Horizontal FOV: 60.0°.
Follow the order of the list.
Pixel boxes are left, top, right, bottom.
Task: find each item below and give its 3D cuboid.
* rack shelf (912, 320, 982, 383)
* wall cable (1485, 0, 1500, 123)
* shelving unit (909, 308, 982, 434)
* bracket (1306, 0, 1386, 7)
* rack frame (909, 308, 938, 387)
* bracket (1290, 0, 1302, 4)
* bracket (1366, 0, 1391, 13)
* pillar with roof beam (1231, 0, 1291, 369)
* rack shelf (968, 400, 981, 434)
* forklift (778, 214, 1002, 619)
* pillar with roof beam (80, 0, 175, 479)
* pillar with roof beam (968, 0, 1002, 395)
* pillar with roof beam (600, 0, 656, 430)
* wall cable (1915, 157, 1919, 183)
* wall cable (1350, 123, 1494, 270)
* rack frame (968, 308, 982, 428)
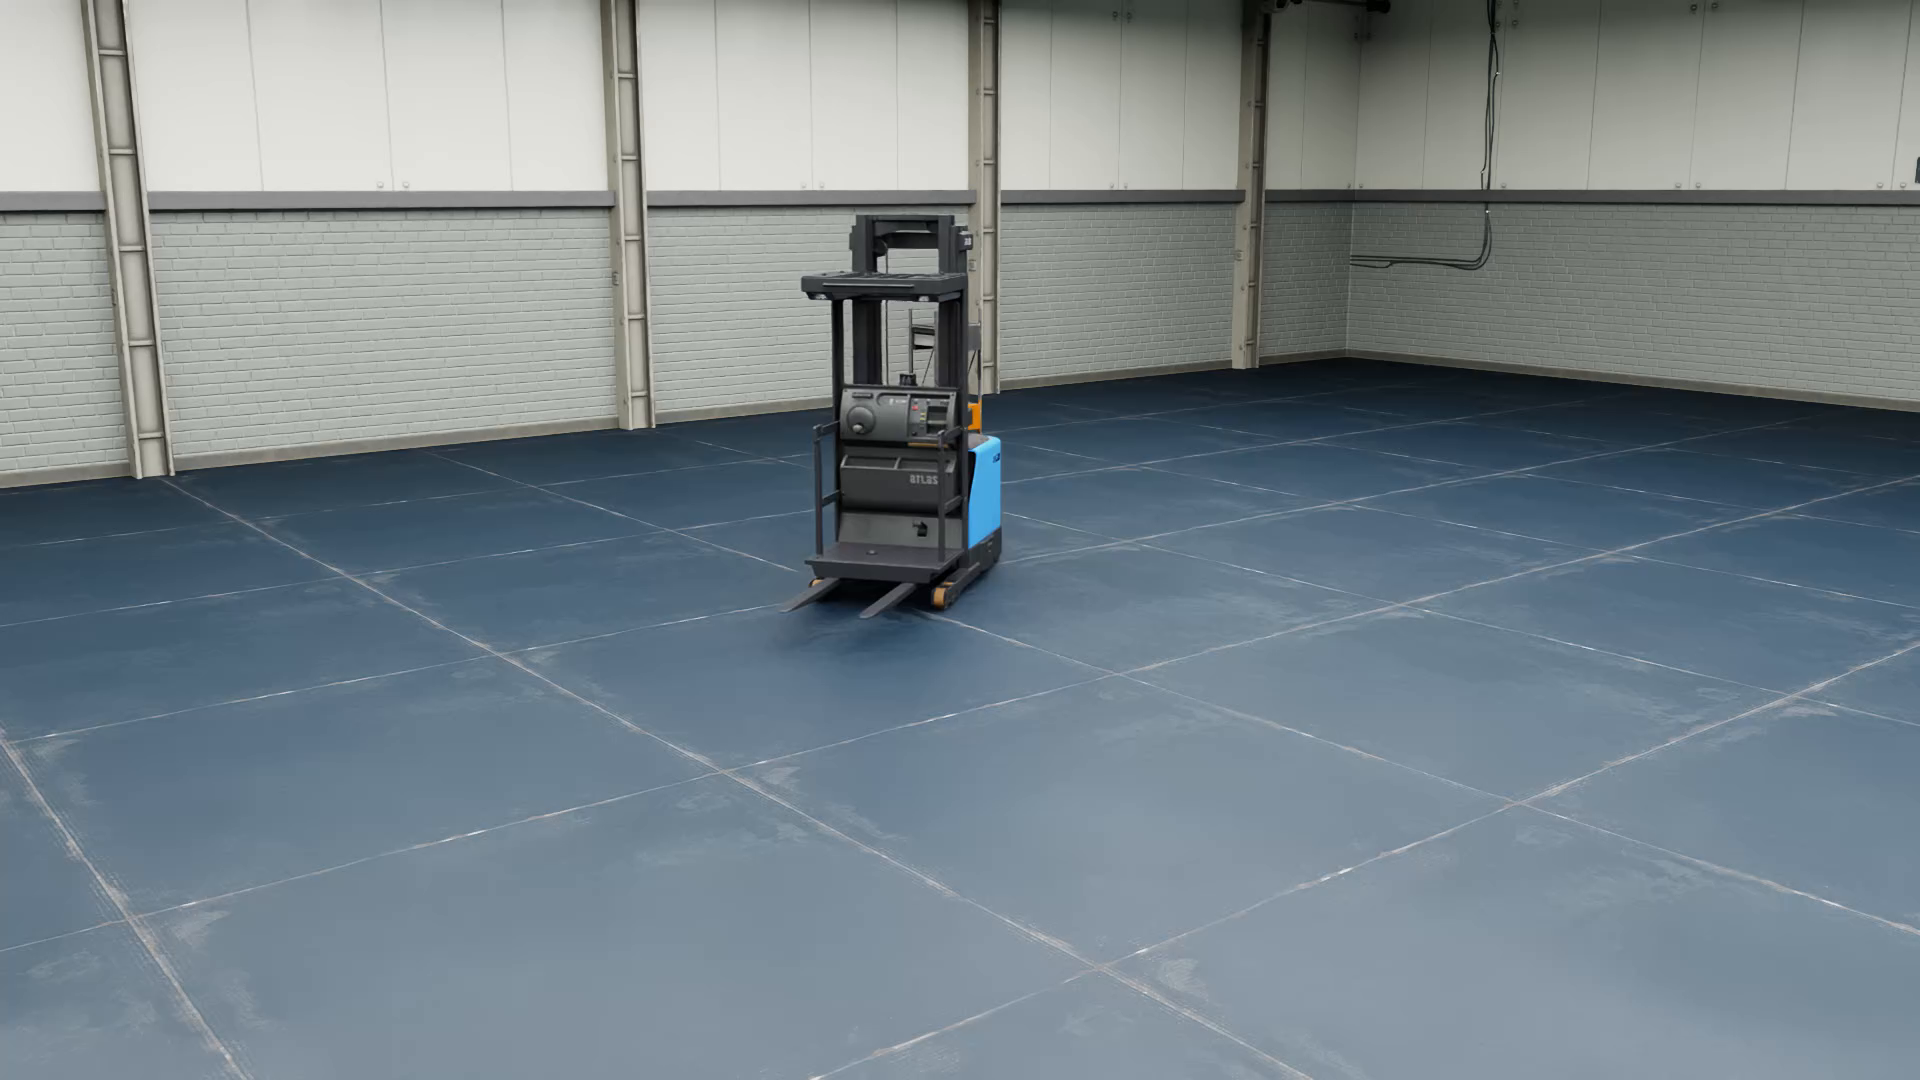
[{"bbox_3d":[-0.129,-1.677,14.667,0.480,0.518,0.431,-9,15,-38],"label":"rack shelf"},{"bbox_3d":[9.873,-8.141,27.122,0.112,2.526,3.097,-9,15,-38],"label":"wall cable"},{"bbox_3d":[-0.129,-1.006,14.810,0.503,2.100,0.431,-9,15,-38],"label":"shelving unit"},{"bbox_3d":[6.992,-9.449,29.296,3.189,0.066,0.076,-9,15,-38],"label":"bracket"},{"bbox_3d":[-0.320,-0.974,14.660,0.015,2.100,0.400,-9,15,-38],"label":"rack frame"},{"bbox_3d":[5.603,-9.218,28.209,0.430,0.232,0.235,-9,15,-38],"label":"bracket"},{"bbox_3d":[7.453,-9.525,29.657,0.430,0.232,0.235,-9,15,-38],"label":"bracket"},{"bbox_3d":[7.746,-6.763,25.312,0.548,9.000,9.100,-9,15,-38],"label":"pillar with roof beam"},{"bbox_3d":[-0.129,-0.992,14.812,0.480,0.518,0.431,-9,15,-38],"label":"rack shelf"},{"bbox_3d":[-0.540,-0.998,12.774,1.130,2.935,3.031,3,12,16],"label":"forklift"},{"bbox_3d":[-6.309,-4.427,14.312,0.400,9.000,9.100,-9,15,-38],"label":"pillar with roof beam"},{"bbox_3d":[3.061,-5.984,21.645,0.400,9.000,9.100,-9,15,-38],"label":"pillar with roof beam"},{"bbox_3d":[-1.624,-5.206,17.979,0.400,9.000,9.100,-9,15,-38],"label":"pillar with roof beam"},{"bbox_3d":[14.102,-7.750,21.776,0.169,6.003,2.305,-9,15,-38],"label":"wall cable"},{"bbox_3d":[8.183,-6.110,29.713,0.112,2.526,3.097,-9,15,-38],"label":"wall cable"},{"bbox_3d":[0.061,-1.037,14.959,0.015,2.100,0.400,-9,15,-38],"label":"rack frame"}]
